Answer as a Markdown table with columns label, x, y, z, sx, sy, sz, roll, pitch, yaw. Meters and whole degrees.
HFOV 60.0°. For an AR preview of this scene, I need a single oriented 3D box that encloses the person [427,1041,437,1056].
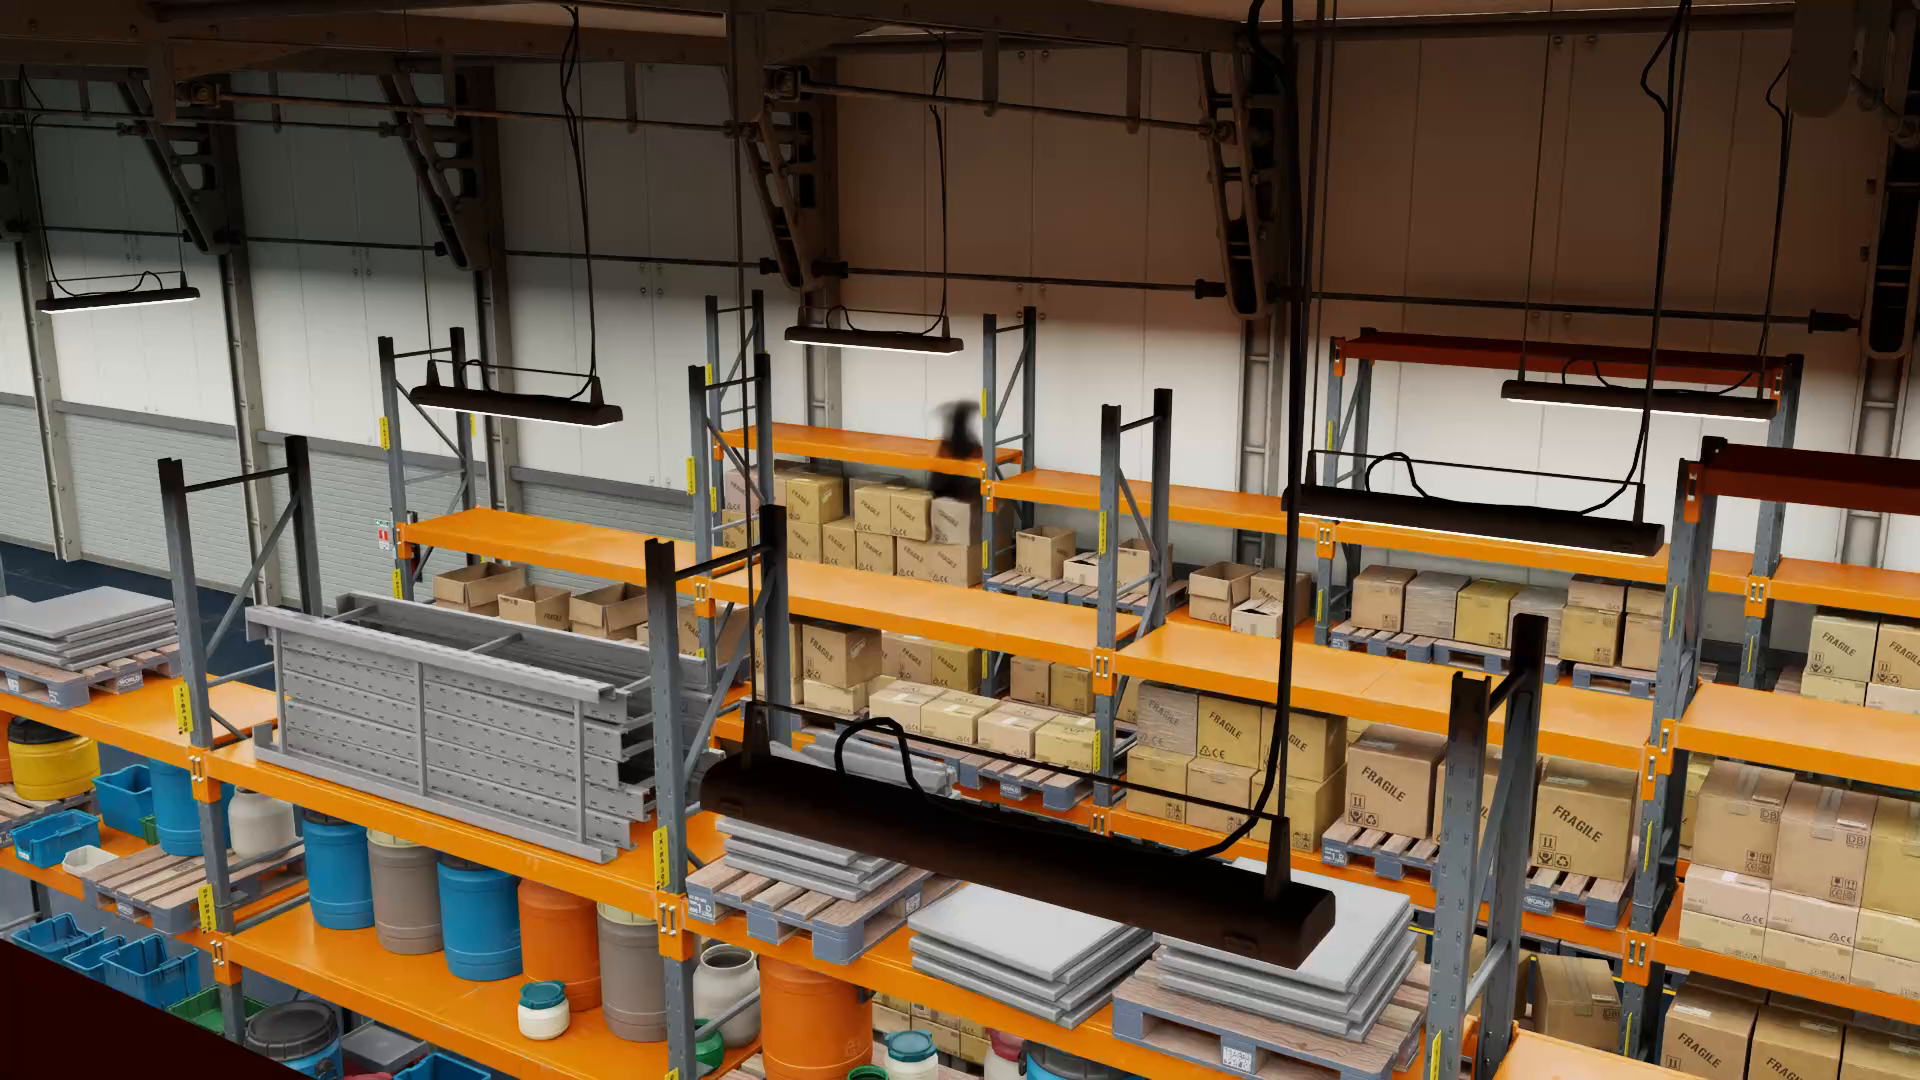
| label | x | y | z | sx | sy | sz | roll | pitch | yaw |
| --- | --- | --- | --- | --- | --- | --- | --- | --- | --- |
| person | -4.502 | 3.993 | 13.772 | 0.689 | 1.701 | 0.613 | 13 | 19 | 41 |
